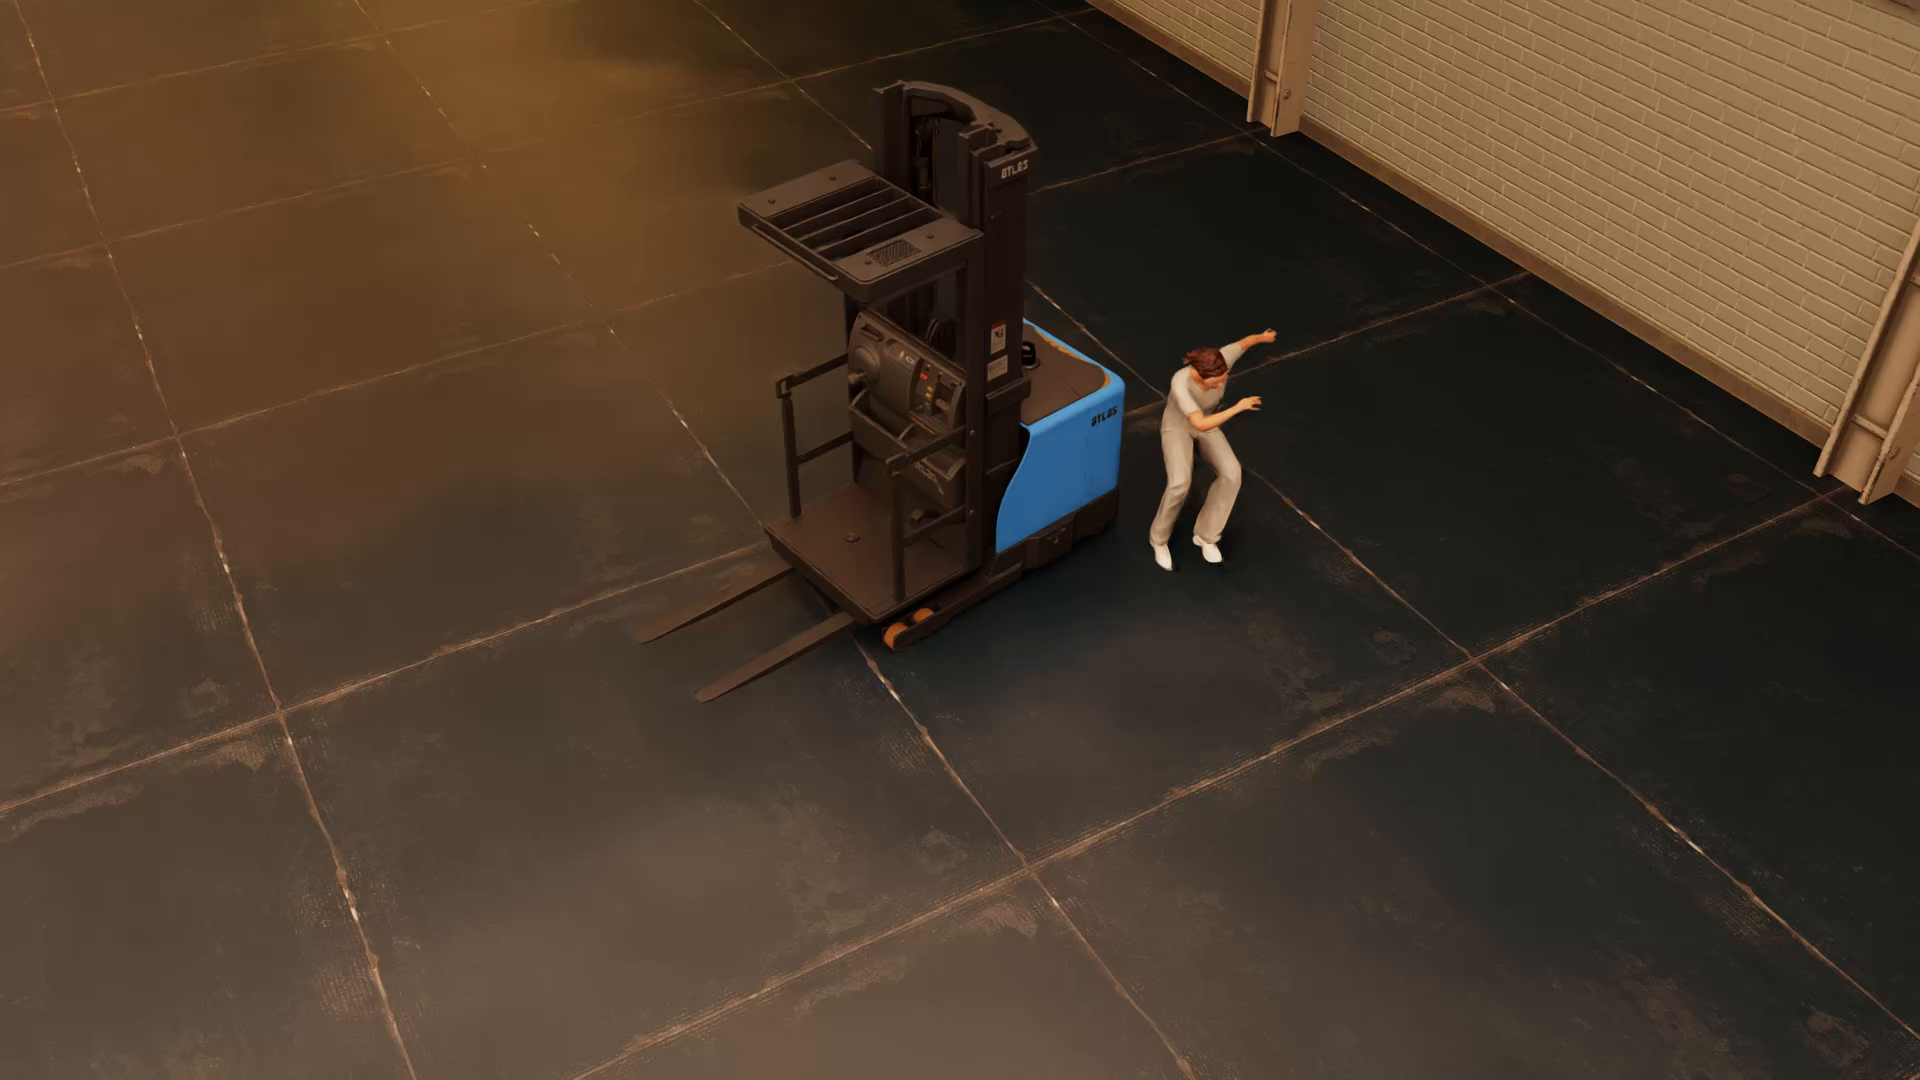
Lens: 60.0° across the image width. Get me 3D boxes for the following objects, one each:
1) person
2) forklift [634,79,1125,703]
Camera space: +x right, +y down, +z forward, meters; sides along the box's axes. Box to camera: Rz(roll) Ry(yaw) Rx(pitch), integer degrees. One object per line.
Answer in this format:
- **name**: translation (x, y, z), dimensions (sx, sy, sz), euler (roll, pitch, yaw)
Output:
- **person**: translation (1.628, -0.629, 10.069), dimensions (1.134, 1.358, 0.827), euler (-17, 43, -20)
- **forklift**: translation (-0.460, -0.869, 9.084), dimensions (3.031, 2.935, 1.130), euler (-29, 47, -30)
